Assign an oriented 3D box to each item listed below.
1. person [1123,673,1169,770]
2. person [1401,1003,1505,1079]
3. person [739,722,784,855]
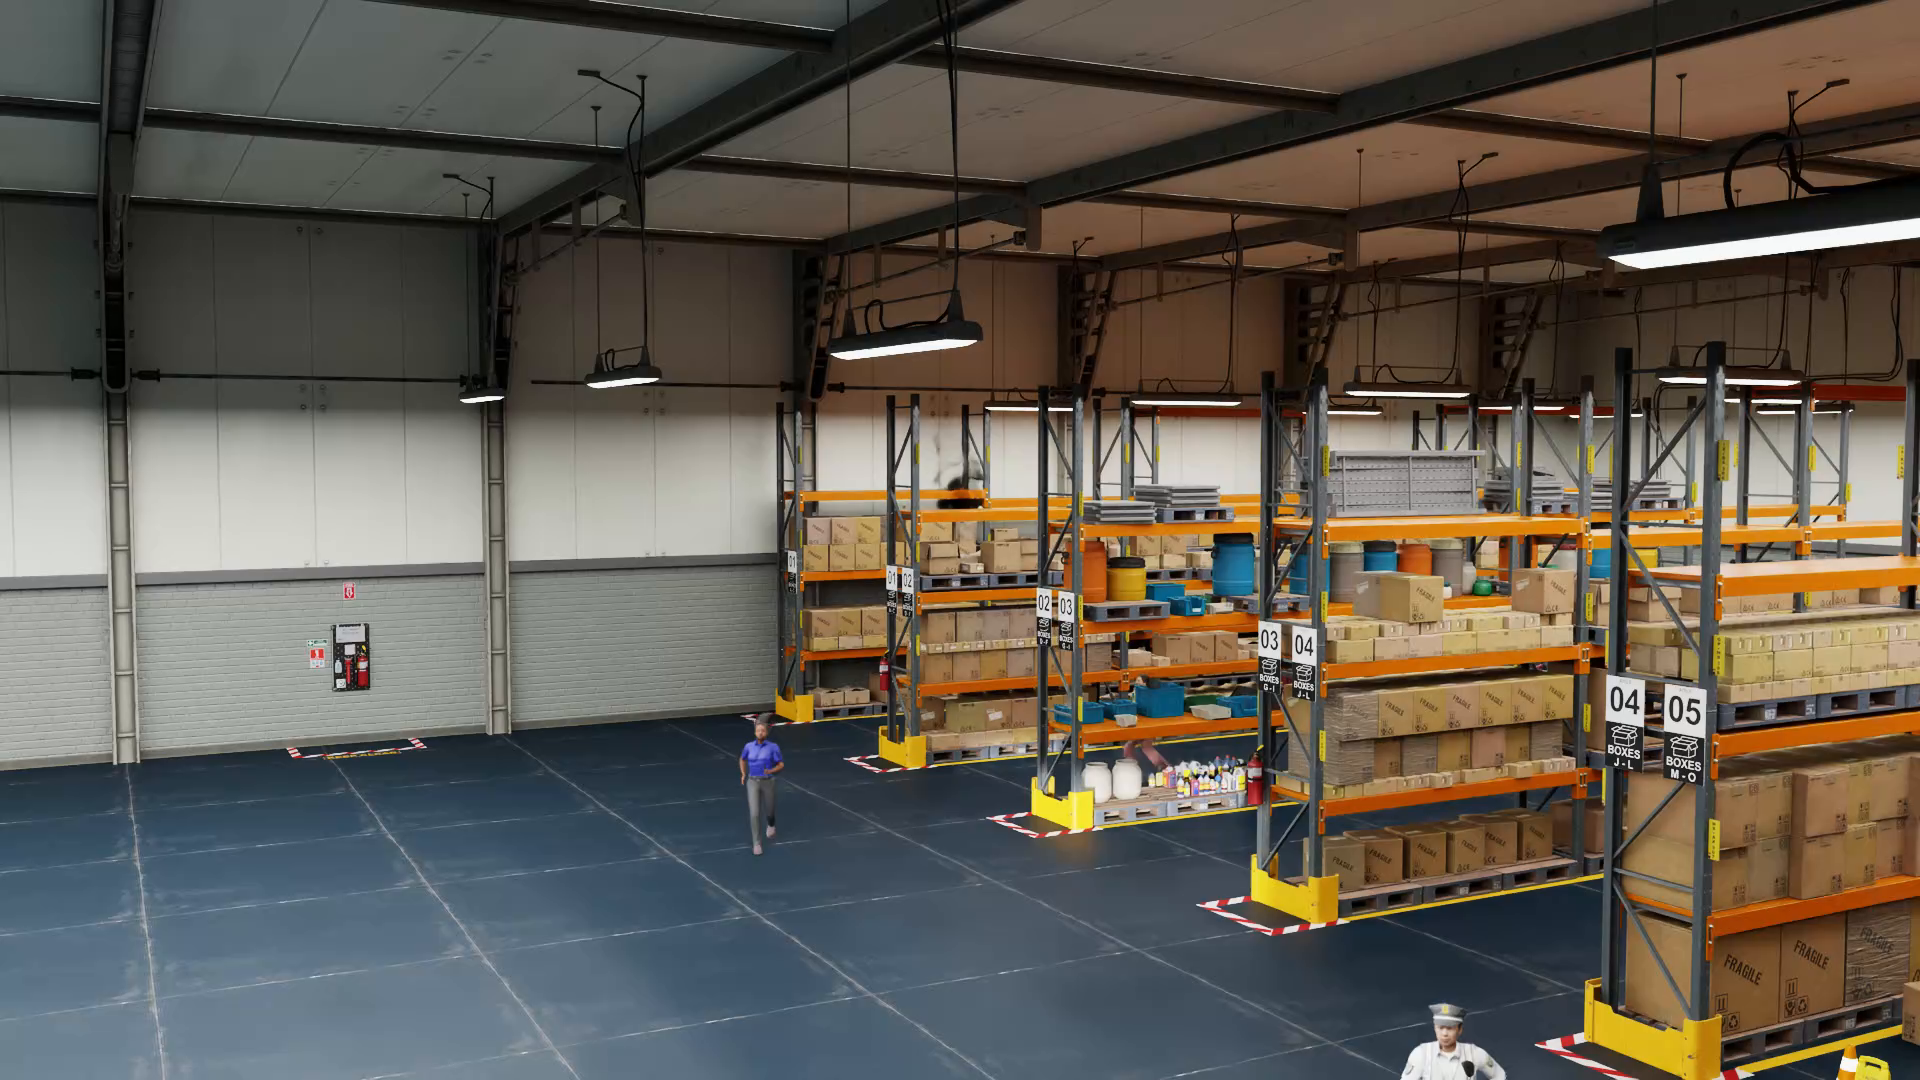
[{"bbox_3d":[2.779,2.880,25.390,0.894,1.695,0.572,-2,4,-28],"label":"person"},{"bbox_3d":[3.056,3.732,10.391,0.619,1.739,0.778,1,4,23],"label":"person"},{"bbox_3d":[-2.545,3.142,21.274,0.588,1.624,0.825,0,3,-2],"label":"person"}]
